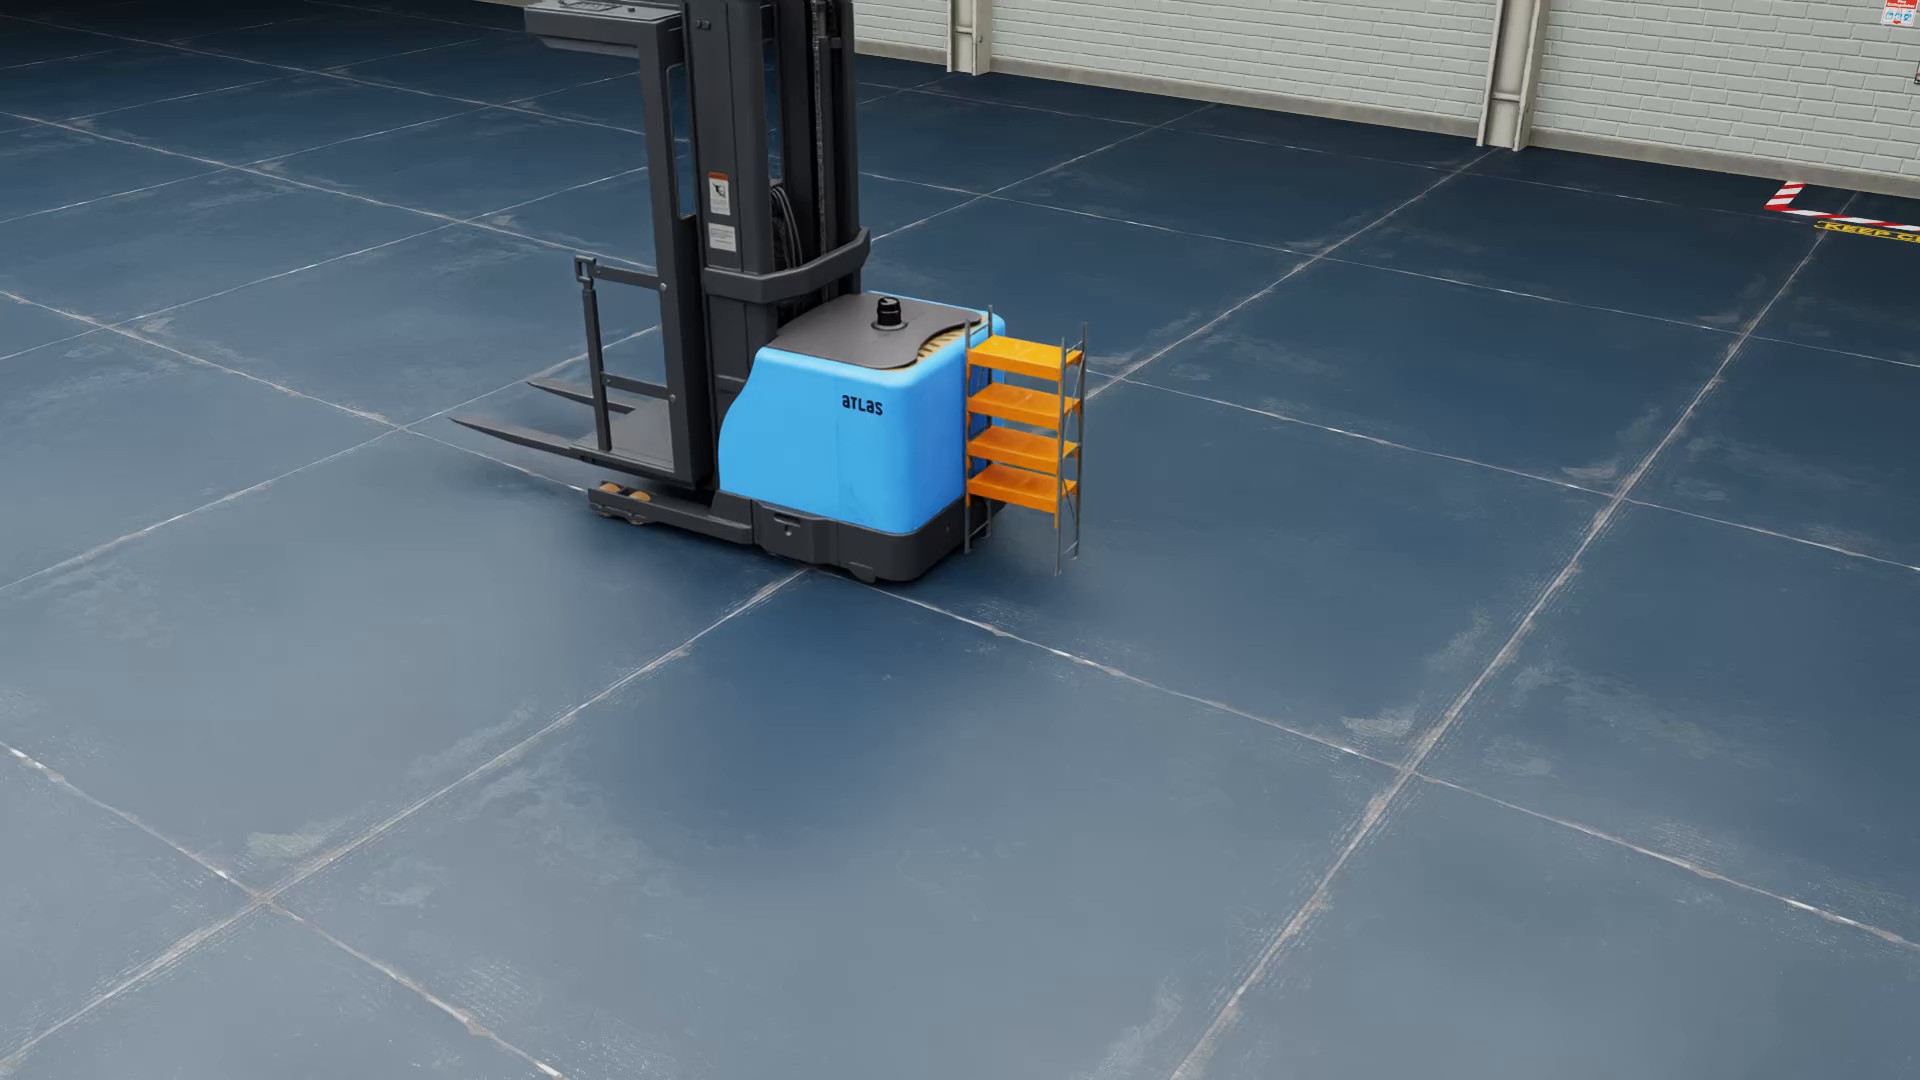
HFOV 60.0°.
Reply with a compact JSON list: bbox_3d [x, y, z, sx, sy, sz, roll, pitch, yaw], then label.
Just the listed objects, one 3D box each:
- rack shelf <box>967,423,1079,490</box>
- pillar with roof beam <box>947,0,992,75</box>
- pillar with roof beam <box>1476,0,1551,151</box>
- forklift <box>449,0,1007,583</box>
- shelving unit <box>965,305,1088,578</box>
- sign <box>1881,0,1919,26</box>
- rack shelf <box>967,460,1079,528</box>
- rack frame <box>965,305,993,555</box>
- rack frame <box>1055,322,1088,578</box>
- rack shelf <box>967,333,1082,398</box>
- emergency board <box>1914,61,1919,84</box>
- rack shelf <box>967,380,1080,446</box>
[{"bbox_3d":[0.301,-0.398,7.857,0.480,0.148,0.258,14,30,26],"label":"rack shelf"},{"bbox_3d":[-2.336,-7.618,13.298,0.400,9.000,9.100,17,32,30],"label":"pillar with roof beam"},{"bbox_3d":[2.610,-6.077,10.270,0.400,9.000,9.100,17,32,30],"label":"pillar with roof beam"},{"bbox_3d":[-1.306,-1.574,8.112,3.031,2.935,1.130,14,30,26],"label":"forklift"},{"bbox_3d":[0.301,-0.458,7.827,0.503,1.200,0.258,14,30,26],"label":"shelving unit"},{"bbox_3d":[7.580,-4.318,13.387,0.234,0.329,0.001,17,32,30],"label":"sign"},{"bbox_3d":[0.301,-0.221,7.948,0.480,0.148,0.258,14,30,26],"label":"rack shelf"},{"bbox_3d":[0.088,-0.512,7.933,0.015,1.200,0.240,14,30,26],"label":"rack frame"},{"bbox_3d":[0.515,-0.404,7.721,0.015,1.200,0.240,14,30,26],"label":"rack frame"},{"bbox_3d":[0.301,-0.808,7.649,0.480,0.148,0.258,14,30,26],"label":"rack shelf"},{"bbox_3d":[7.981,-4.130,13.059,0.626,1.169,0.157,17,32,30],"label":"emergency board"},{"bbox_3d":[0.301,-0.597,7.756,0.480,0.148,0.258,14,30,26],"label":"rack shelf"}]
